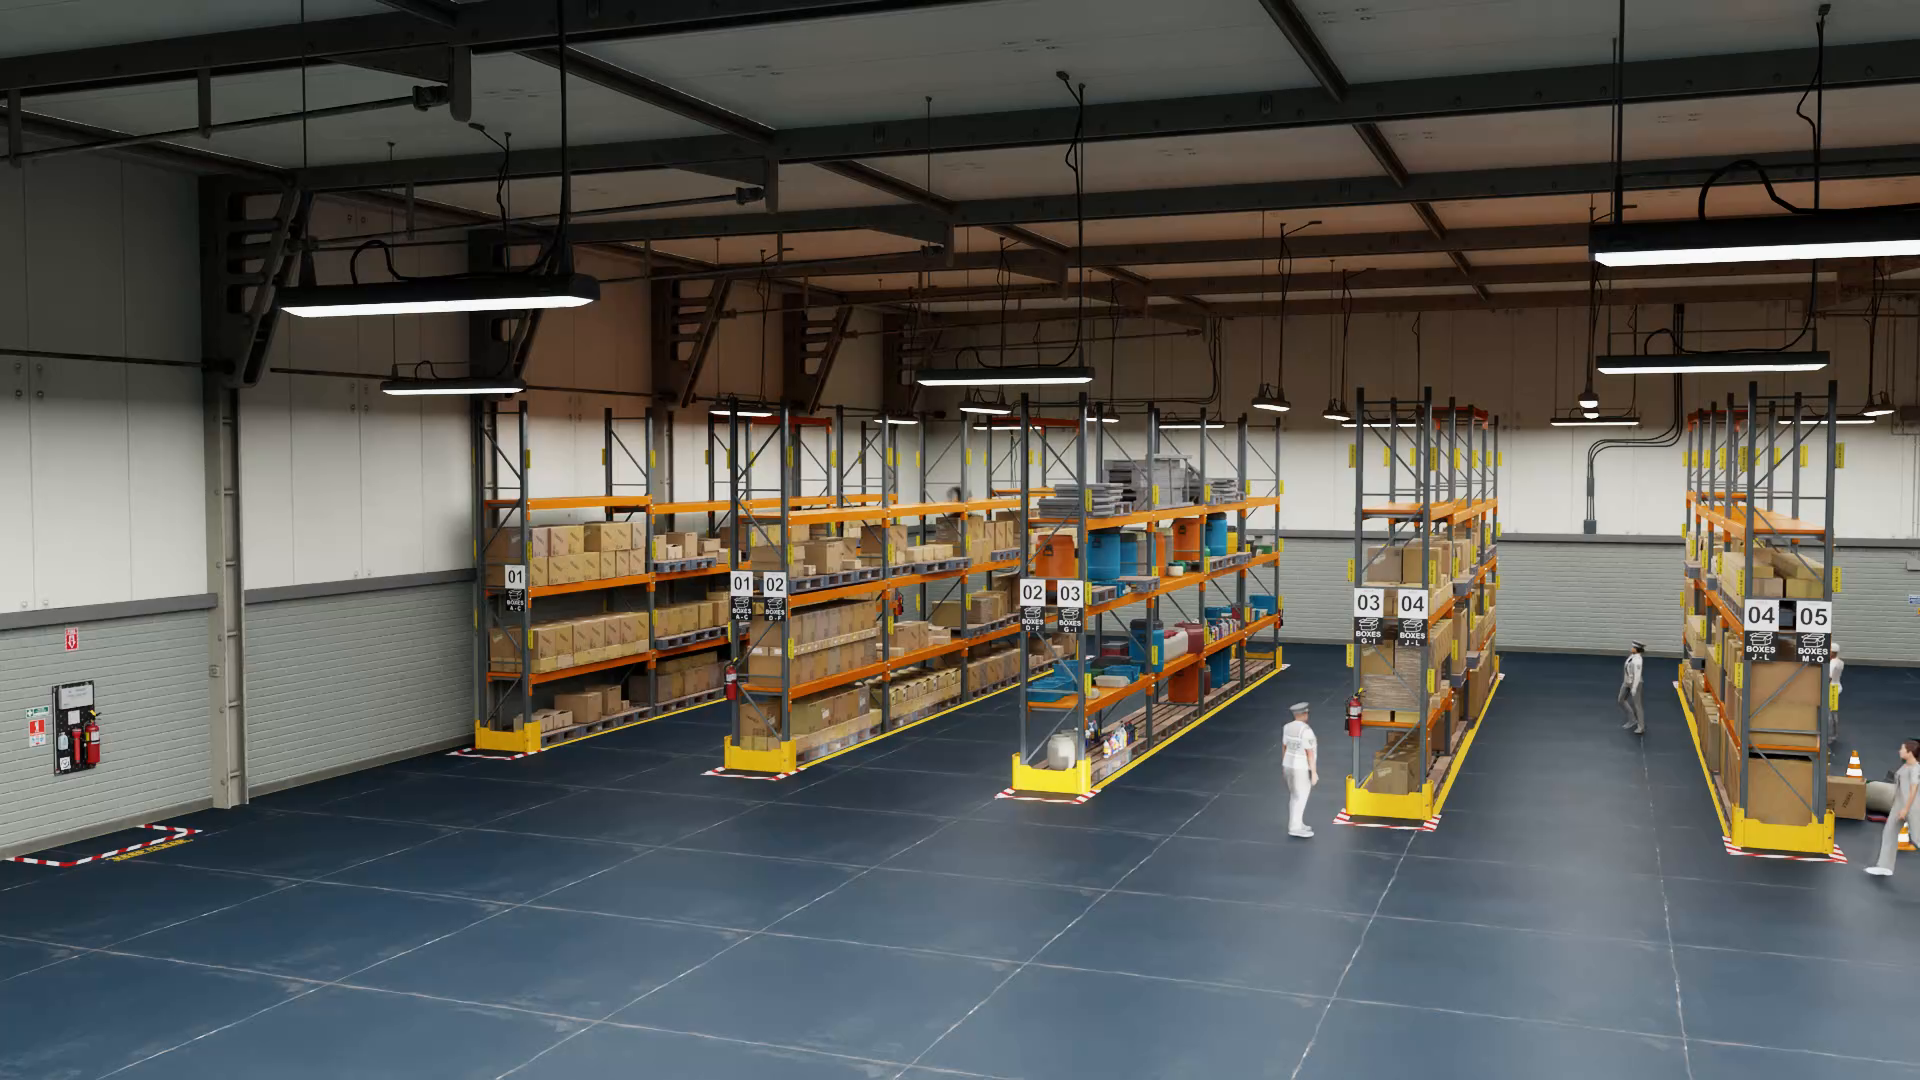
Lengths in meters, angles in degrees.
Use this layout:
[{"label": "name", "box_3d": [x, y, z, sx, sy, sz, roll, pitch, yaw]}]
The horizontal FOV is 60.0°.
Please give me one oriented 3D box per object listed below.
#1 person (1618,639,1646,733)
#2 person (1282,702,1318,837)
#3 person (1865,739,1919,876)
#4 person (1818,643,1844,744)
[{"label": "person", "box_3d": [12.365, 2.669, 30.542, 0.387, 1.694, 0.611, 0, 3, -5]}, {"label": "person", "box_3d": [4.589, 3.050, 22.155, 0.539, 1.778, 0.594, -1, 3, -22]}, {"label": "person", "box_3d": [11.373, 3.207, 19.868, 0.953, 1.643, 0.419, 0, 3, -2]}, {"label": "person", "box_3d": [15.325, 2.693, 29.416, 0.624, 1.767, 0.521, -1, 3, -28]}]
